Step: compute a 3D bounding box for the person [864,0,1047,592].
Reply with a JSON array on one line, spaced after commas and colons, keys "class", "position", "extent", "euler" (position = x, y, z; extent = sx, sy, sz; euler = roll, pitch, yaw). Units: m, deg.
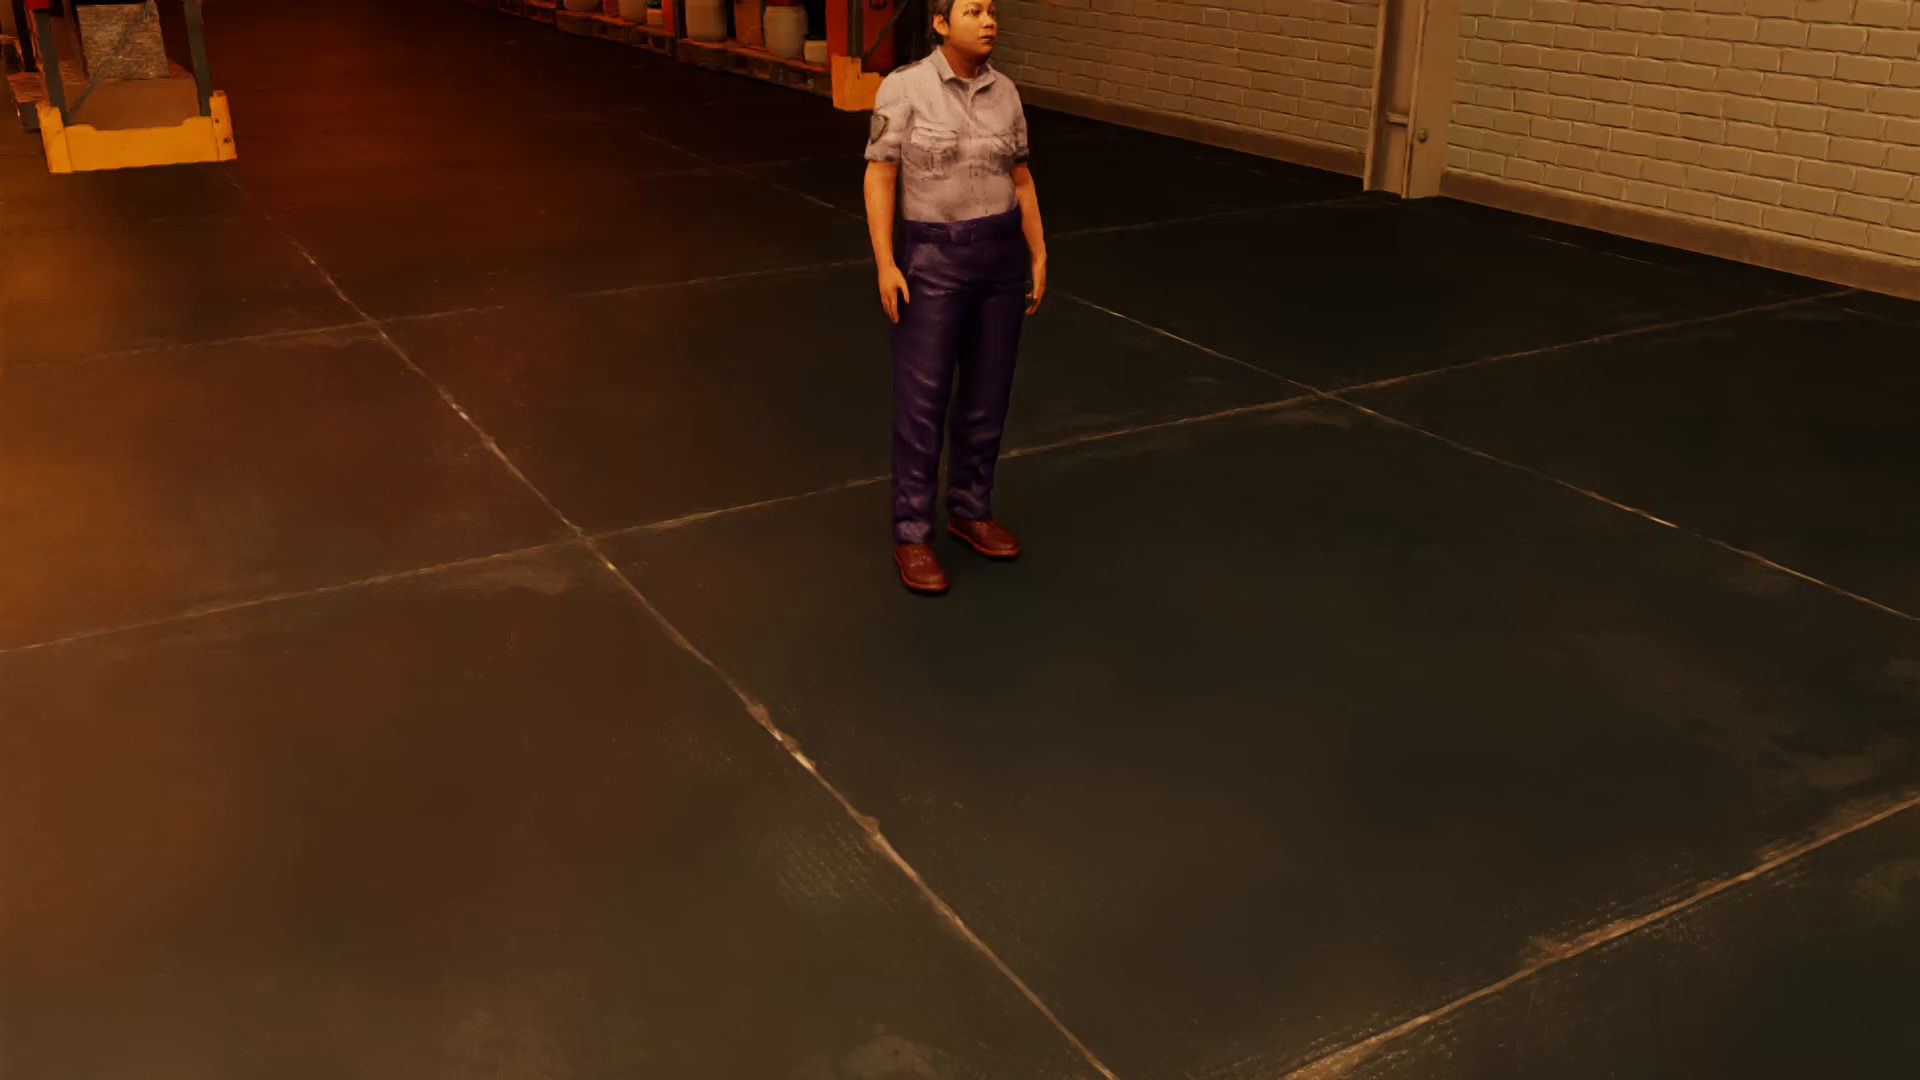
[{"class": "person", "position": [0.025, -0.735, 4.737], "extent": [0.599, 1.650, 0.502], "euler": [-12, 25, -28]}]
